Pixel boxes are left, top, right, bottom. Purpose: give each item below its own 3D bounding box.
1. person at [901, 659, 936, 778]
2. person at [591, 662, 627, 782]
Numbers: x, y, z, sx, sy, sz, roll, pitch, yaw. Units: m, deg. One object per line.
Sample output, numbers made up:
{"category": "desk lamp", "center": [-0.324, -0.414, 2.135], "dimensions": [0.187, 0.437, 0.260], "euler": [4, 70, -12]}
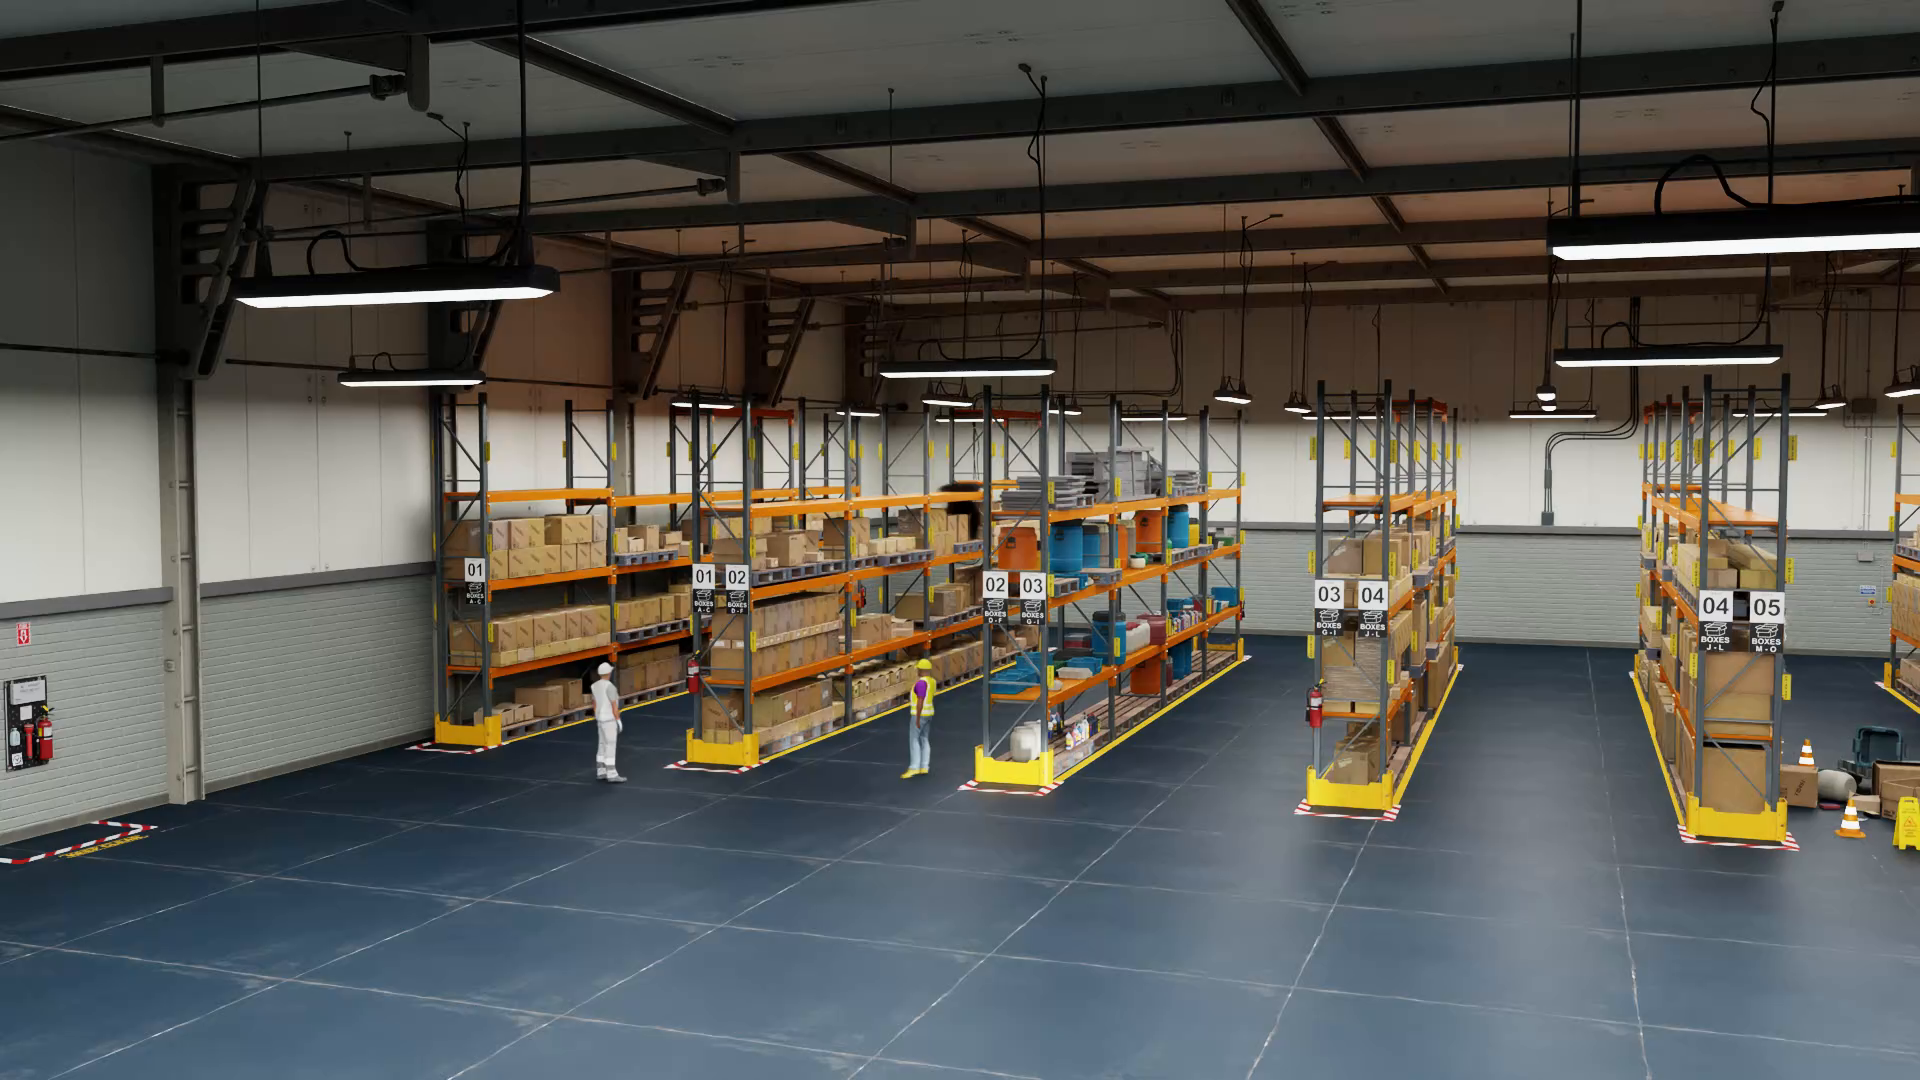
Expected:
{"category": "person", "center": [-0.623, 2.749, 25.776], "dimensions": [0.387, 1.795, 0.702], "euler": [1, 3, 21]}
{"category": "person", "center": [-5.352, 2.755, 25.281], "dimensions": [0.422, 1.796, 0.570], "euler": [-2, 4, -32]}
